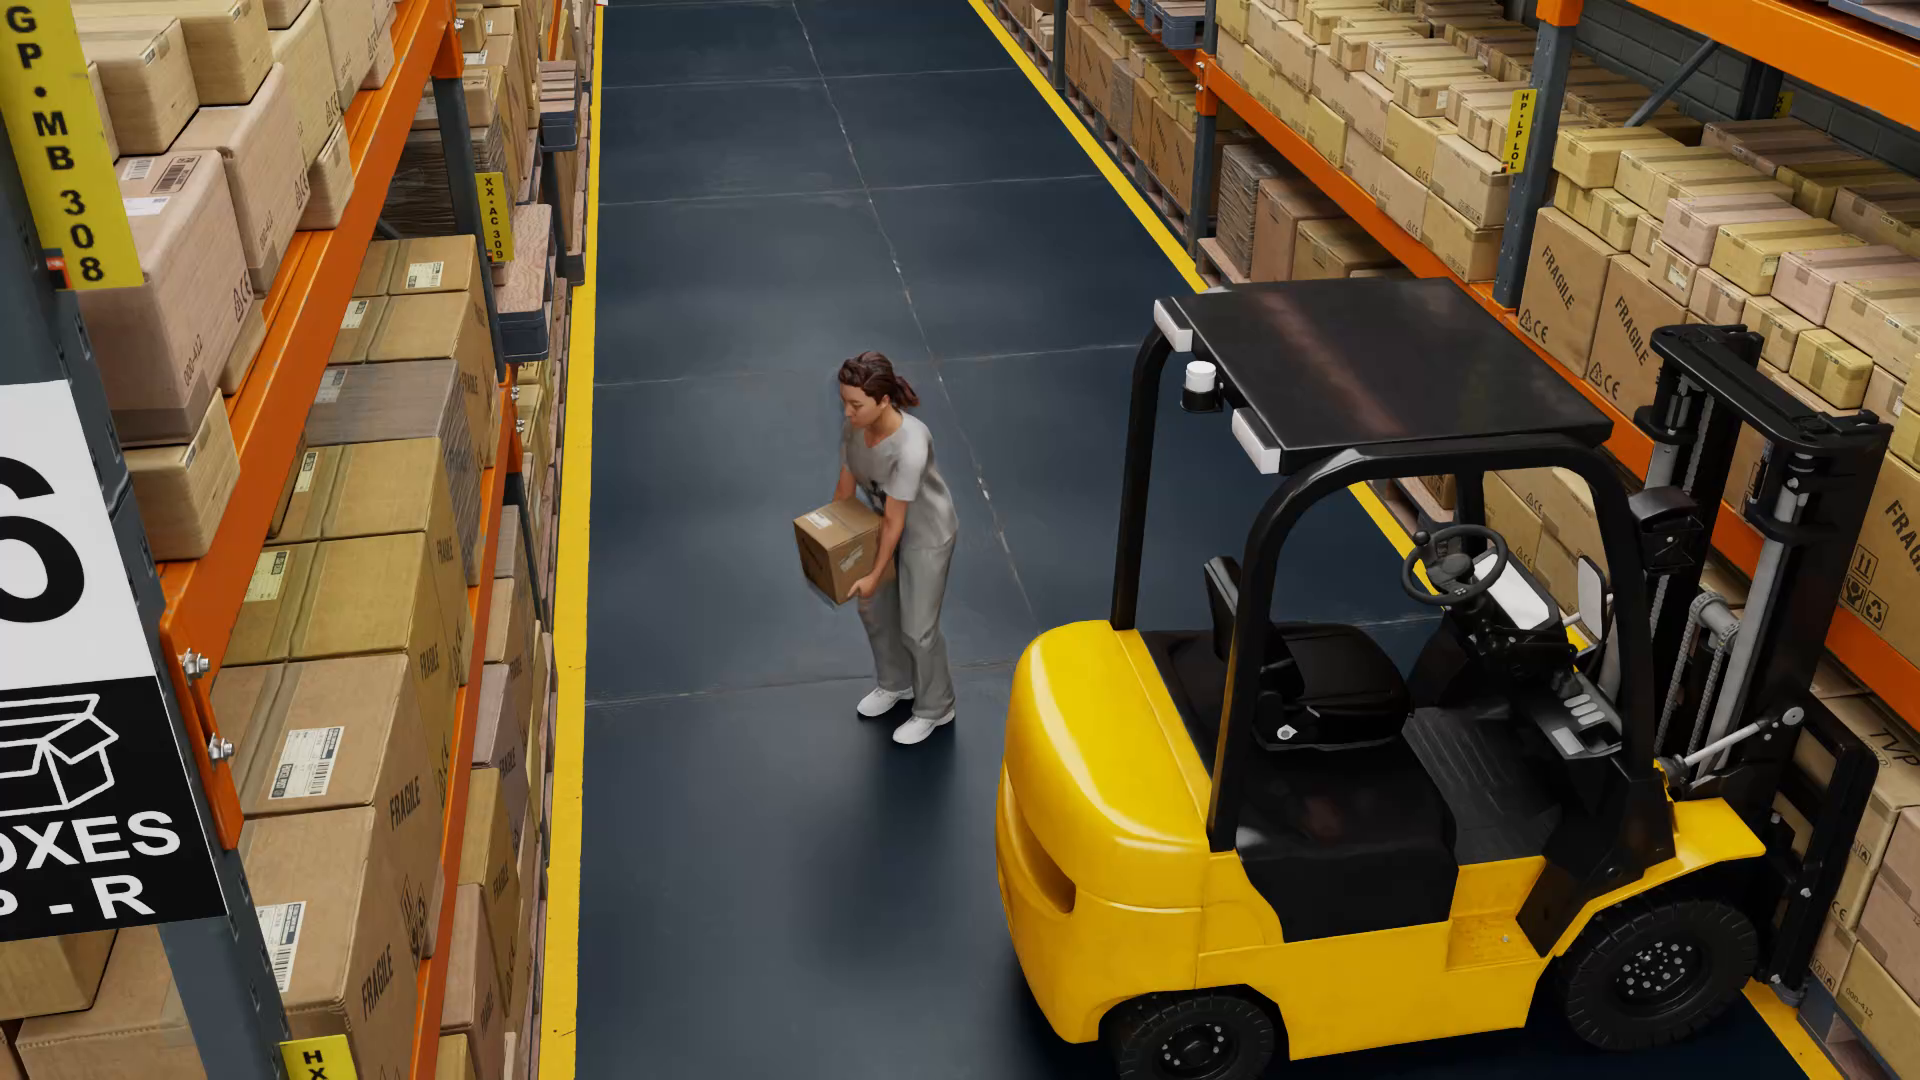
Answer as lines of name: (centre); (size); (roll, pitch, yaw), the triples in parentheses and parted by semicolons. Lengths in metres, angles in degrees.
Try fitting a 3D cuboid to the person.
person: (-0.264, 0.033, 6.128); (0.545, 1.630, 0.417); (-24, 38, -34)
